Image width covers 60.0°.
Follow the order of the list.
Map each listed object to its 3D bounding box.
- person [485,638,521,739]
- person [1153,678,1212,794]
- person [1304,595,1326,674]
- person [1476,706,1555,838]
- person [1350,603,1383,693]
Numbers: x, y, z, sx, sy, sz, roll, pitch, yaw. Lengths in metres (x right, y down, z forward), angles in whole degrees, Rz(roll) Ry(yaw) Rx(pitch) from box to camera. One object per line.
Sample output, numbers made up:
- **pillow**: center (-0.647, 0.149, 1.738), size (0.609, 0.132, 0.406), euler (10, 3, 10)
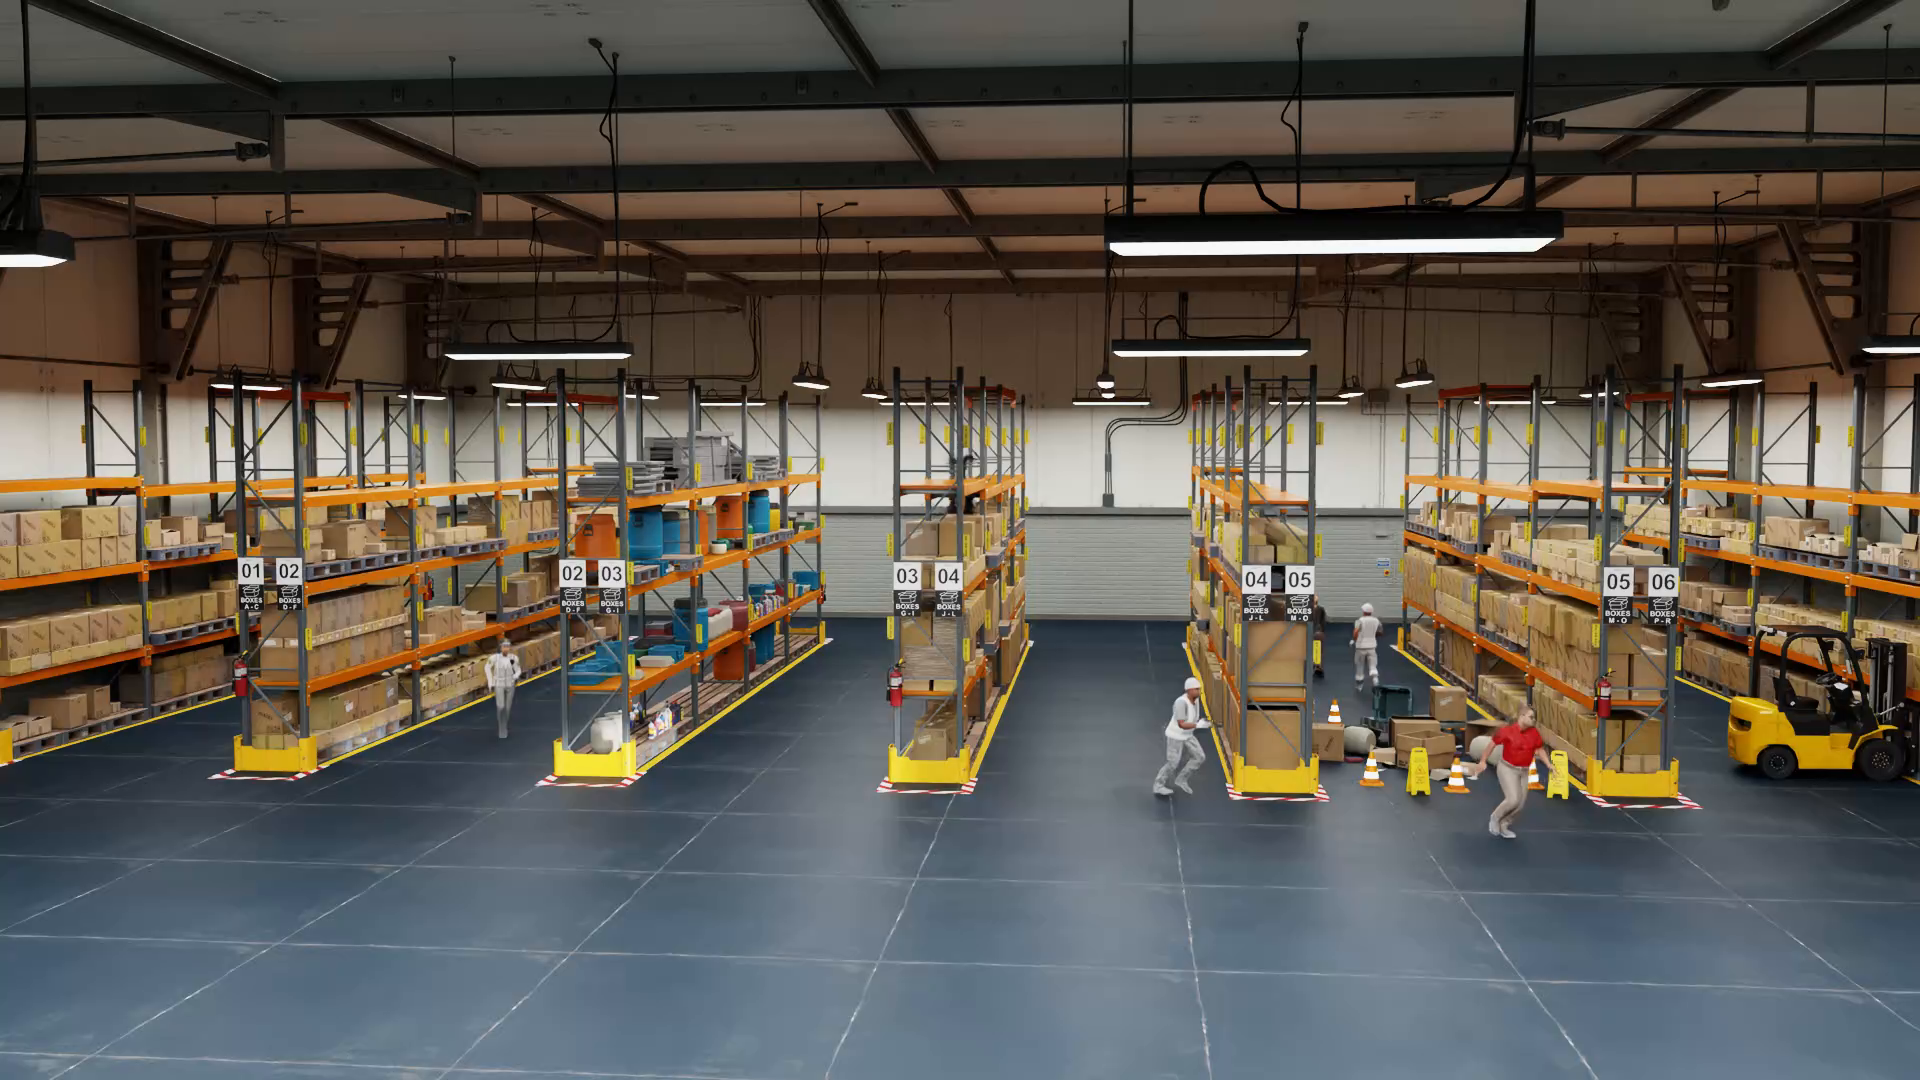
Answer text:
- **person**: center (-7.590, 2.465, 27.669), size (0.560, 1.697, 0.784), euler (-2, 4, -26)
- **person**: center (3.118, 2.718, 23.033), size (0.917, 1.670, 0.712), euler (3, 4, 37)
- **person**: center (7.453, 1.993, 34.972), size (0.578, 1.668, 0.940), euler (0, 4, -3)
- **person**: center (6.906, 2.878, 20.550), size (0.677, 1.667, 0.799), euler (-1, 4, -22)
- **person**: center (7.854, 2.094, 32.112), size (0.655, 1.765, 1.000), euler (0, 4, -1)
